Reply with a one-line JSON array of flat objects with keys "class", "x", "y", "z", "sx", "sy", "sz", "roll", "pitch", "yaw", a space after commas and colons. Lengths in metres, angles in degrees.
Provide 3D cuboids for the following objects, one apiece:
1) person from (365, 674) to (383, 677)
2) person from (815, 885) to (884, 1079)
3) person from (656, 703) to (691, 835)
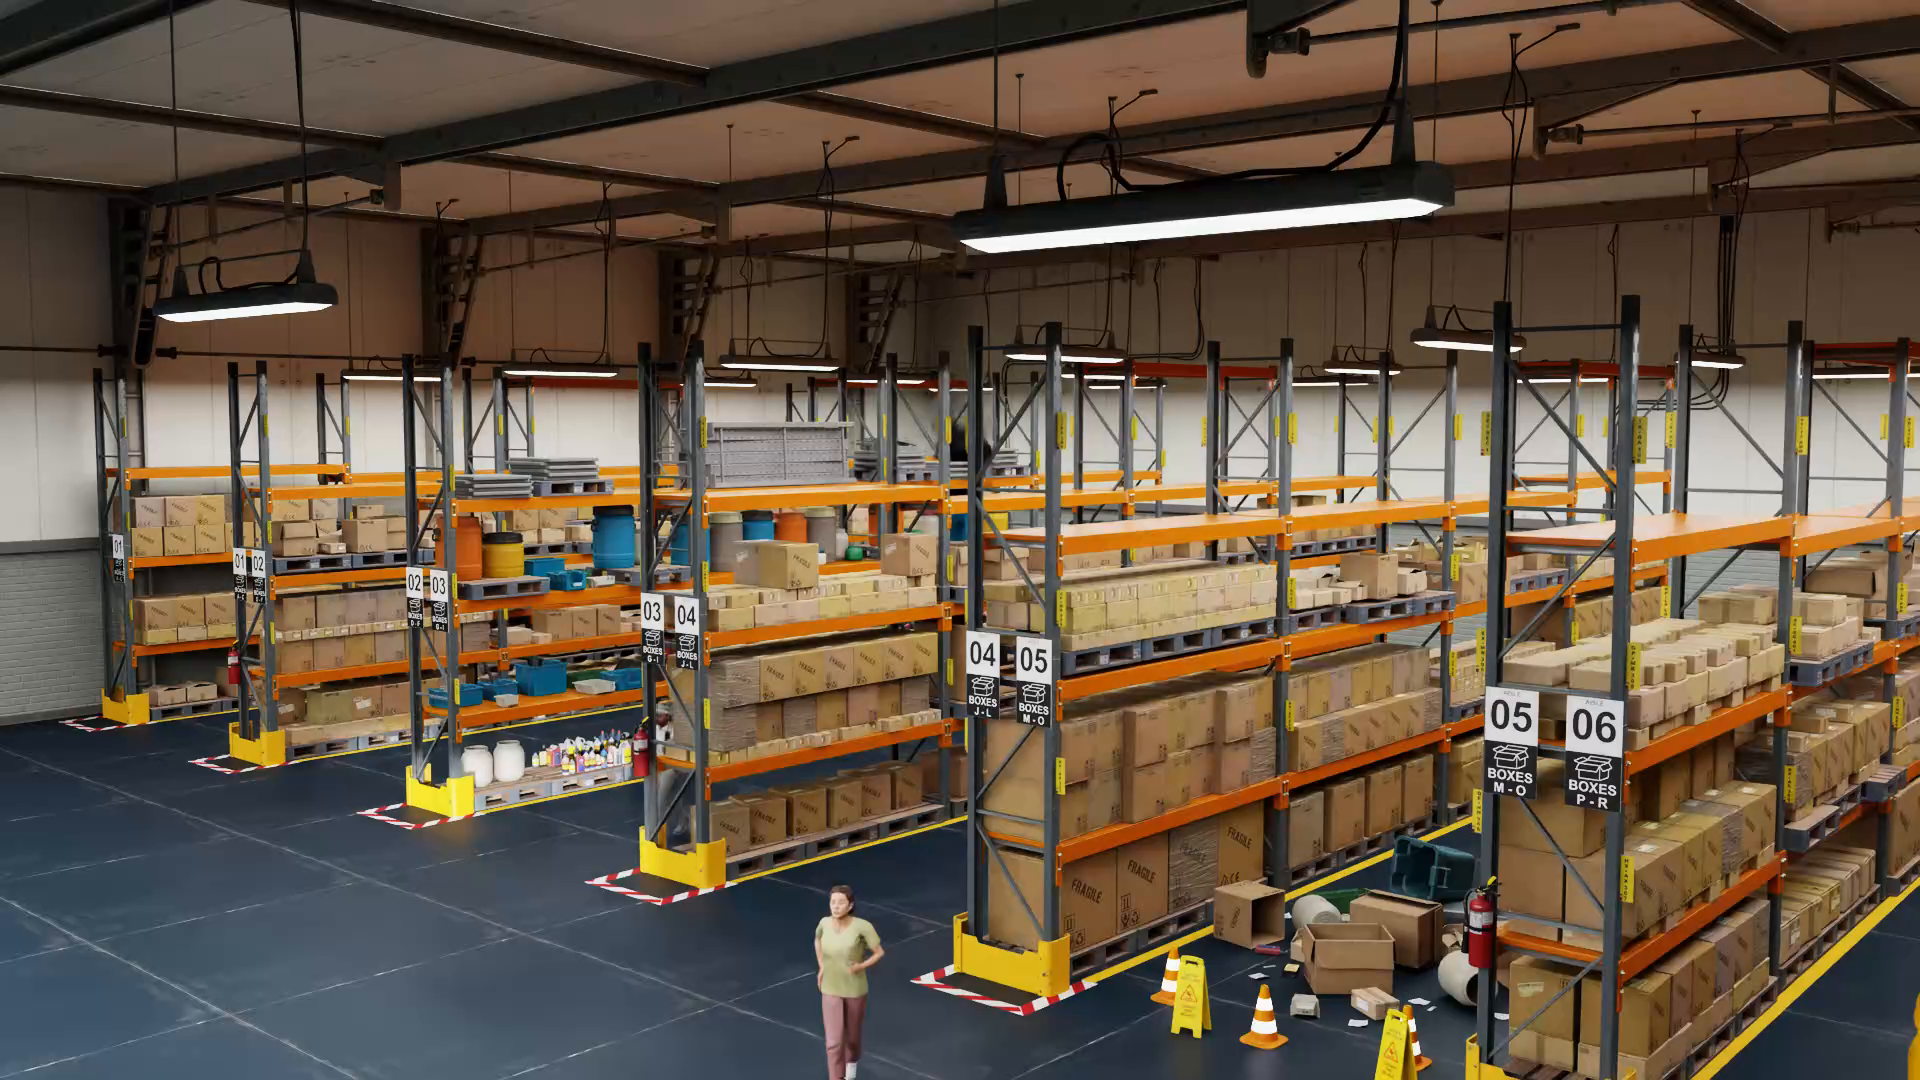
[{"class": "person", "x": -9.935, "y": 2.219, "z": 28.201, "sx": 0.651, "sy": 1.743, "sz": 0.585, "roll": 3, "pitch": 5, "yaw": 34}, {"class": "person", "x": -0.844, "y": 3.411, "z": 12.502, "sx": 0.564, "sy": 1.682, "sz": 0.894, "roll": 0, "pitch": 4, "yaw": 6}, {"class": "person", "x": -3.570, "y": 2.835, "z": 20.257, "sx": 0.563, "sy": 1.744, "sz": 0.795, "roll": 3, "pitch": 5, "yaw": 38}]
